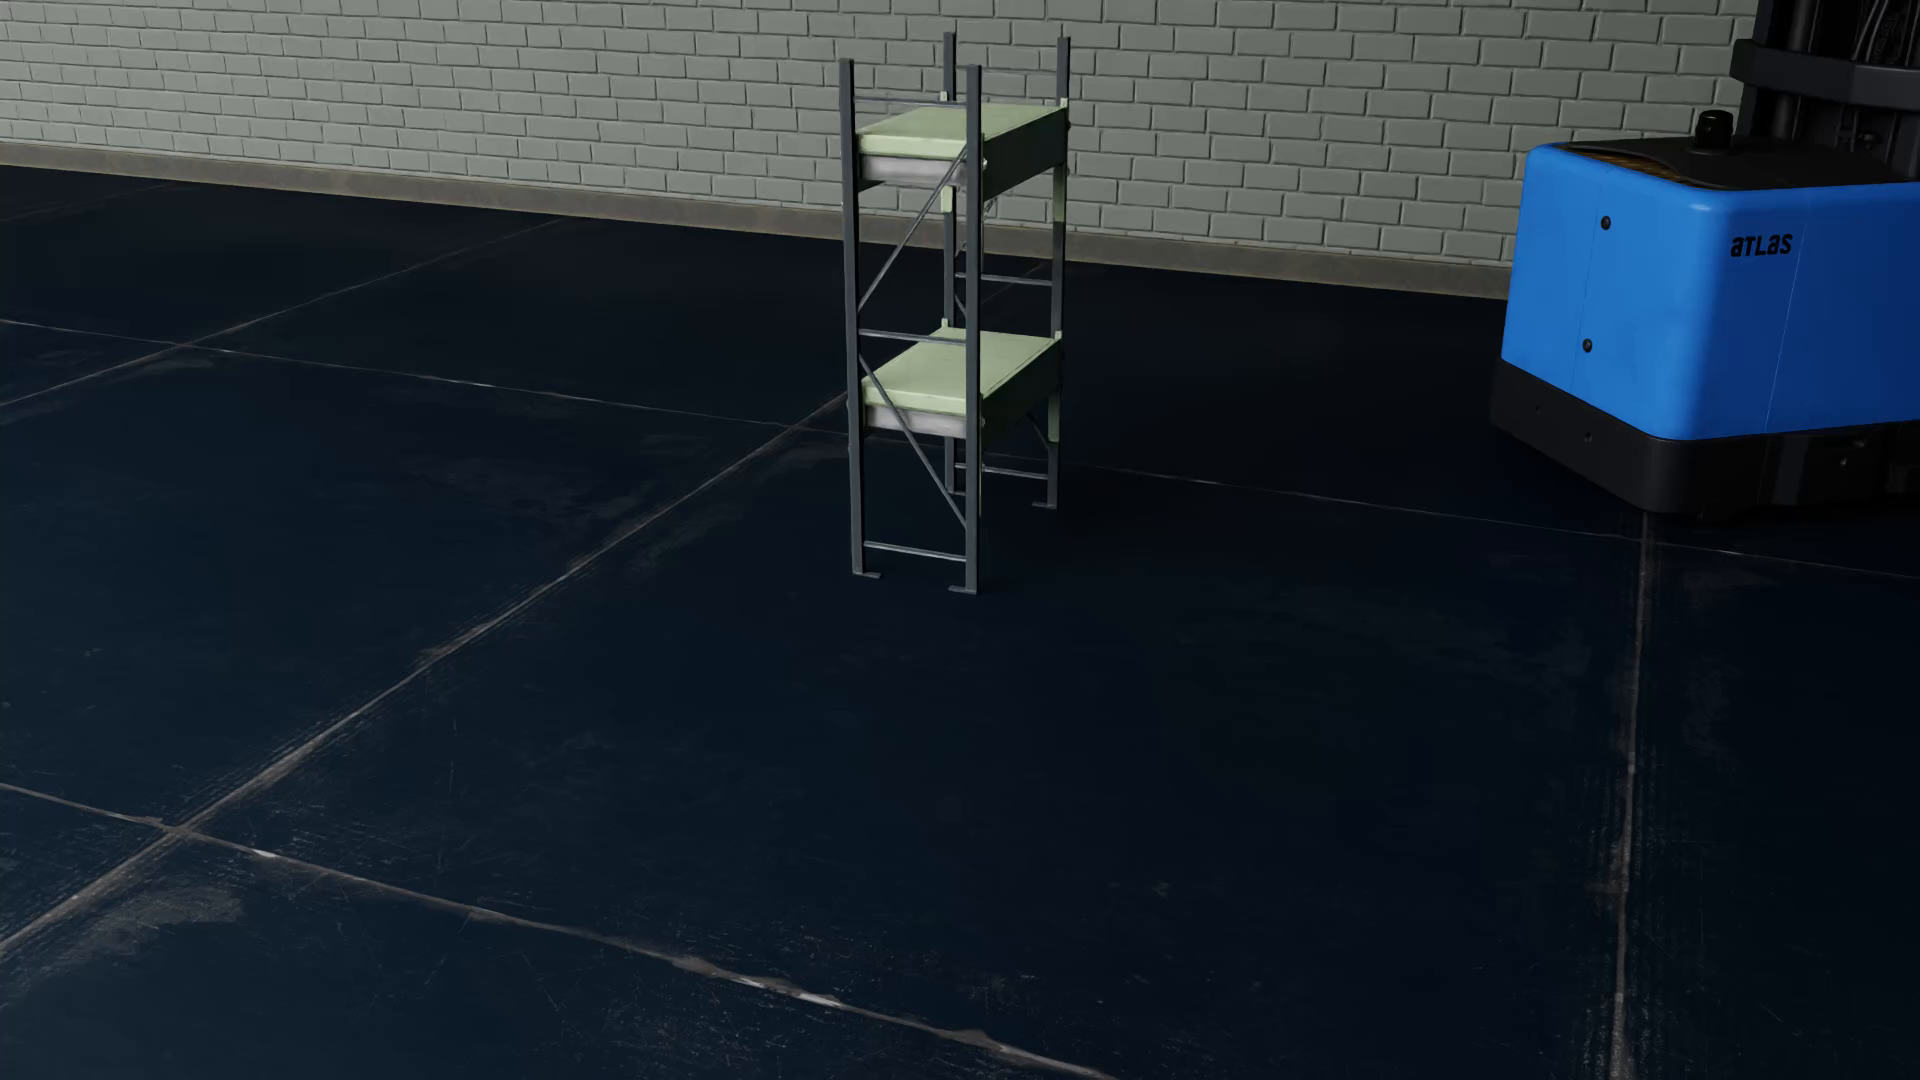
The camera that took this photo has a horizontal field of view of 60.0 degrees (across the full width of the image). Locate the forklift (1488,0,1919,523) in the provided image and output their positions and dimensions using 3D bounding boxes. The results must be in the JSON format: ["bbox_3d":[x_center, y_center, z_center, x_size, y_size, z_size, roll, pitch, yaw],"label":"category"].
[{"bbox_3d":[3.517,-1.699,5.515,3.031,2.935,1.130,-6,23,-13],"label":"forklift"}]

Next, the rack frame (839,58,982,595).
[{"bbox_3d":[-0.133,-0.563,4.653,0.400,1.500,0.023,9,24,20],"label":"rack frame"}]

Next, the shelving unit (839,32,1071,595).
[{"bbox_3d":[0.002,-0.694,4.967,0.431,1.500,0.755,9,24,20],"label":"shelving unit"}]

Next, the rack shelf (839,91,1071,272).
[{"bbox_3d":[0.002,-1.055,4.816,0.431,0.370,0.720,9,24,20],"label":"rack shelf"}]

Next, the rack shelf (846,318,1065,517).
[{"bbox_3d":[0.002,-0.394,5.092,0.431,0.370,0.720,9,24,20],"label":"rack shelf"}]

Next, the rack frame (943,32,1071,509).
[{"bbox_3d":[0.138,-0.825,5.280,0.400,1.500,0.023,9,24,20],"label":"rack frame"}]
